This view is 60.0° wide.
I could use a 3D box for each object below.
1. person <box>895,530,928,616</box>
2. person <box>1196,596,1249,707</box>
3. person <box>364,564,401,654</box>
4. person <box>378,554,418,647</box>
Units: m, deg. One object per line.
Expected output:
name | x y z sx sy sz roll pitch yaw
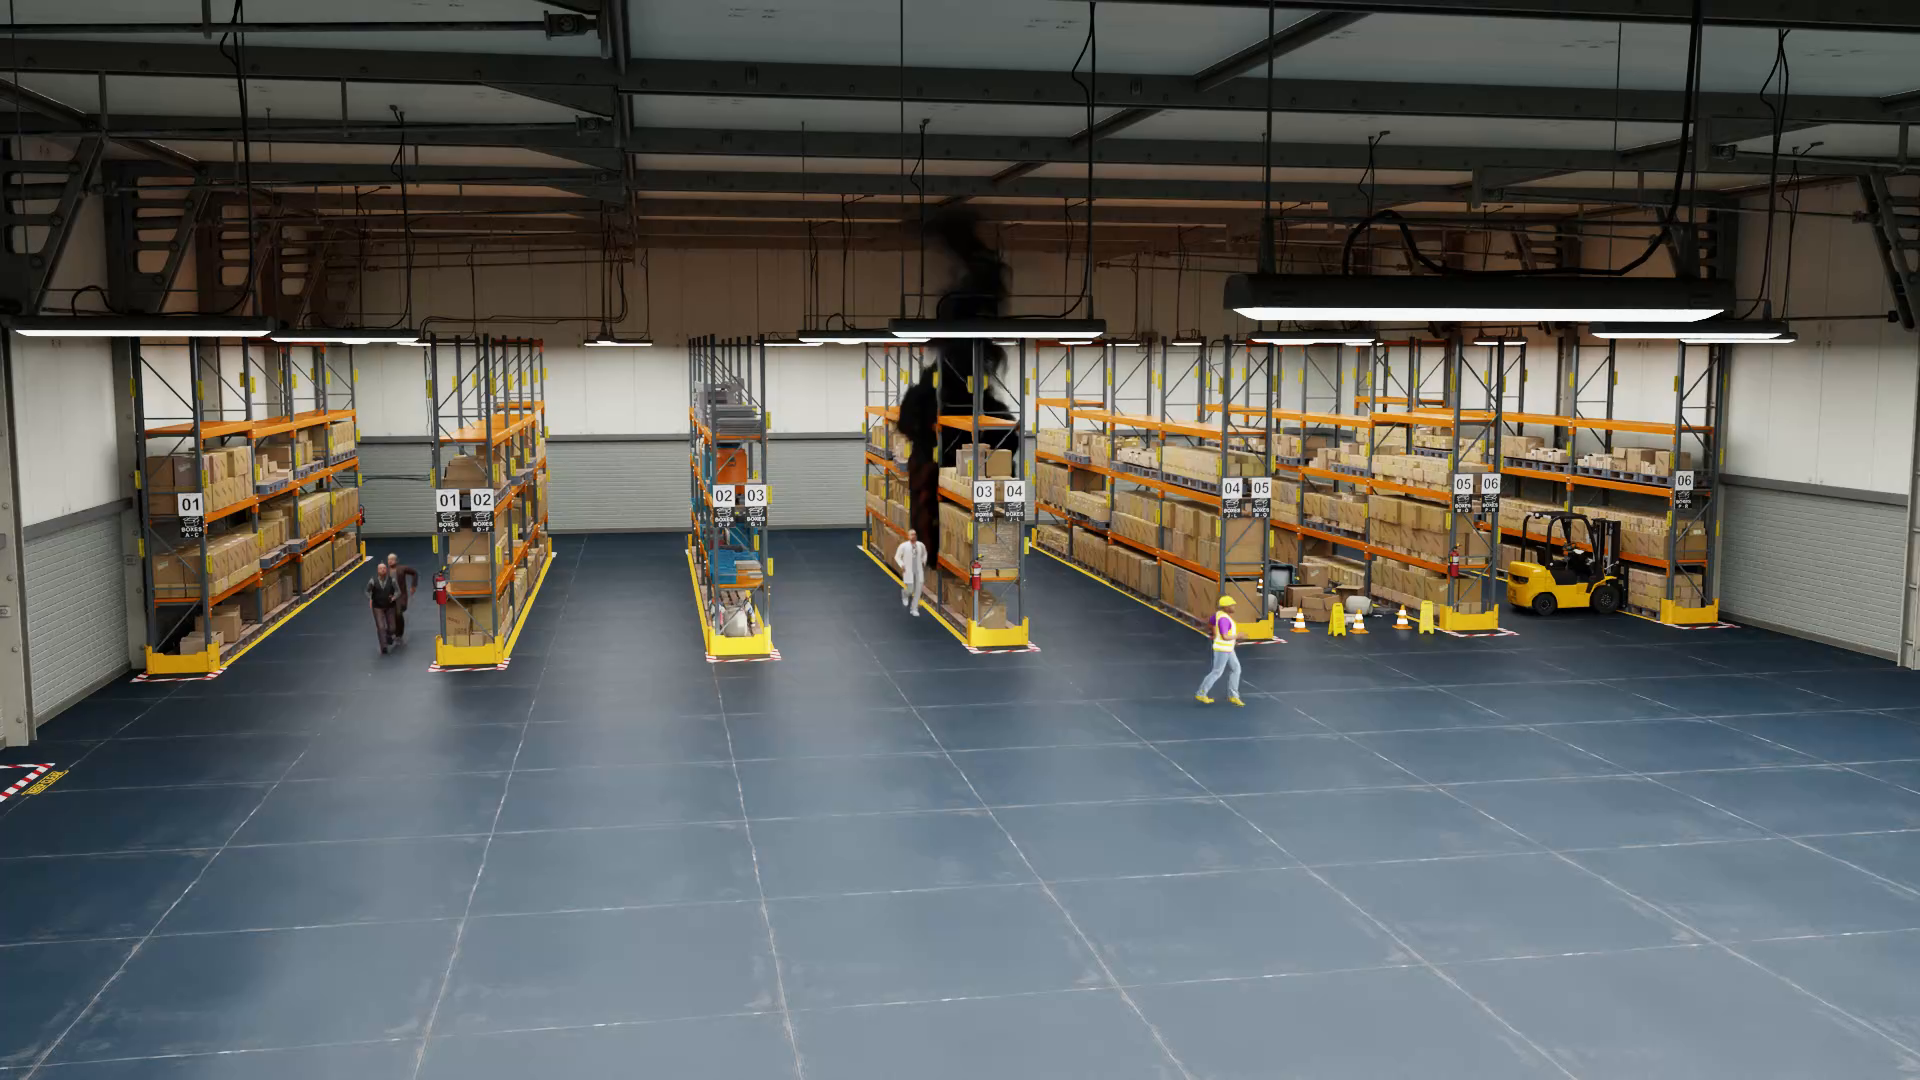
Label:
person | -0.975 0.659 34.184 0.711 1.754 0.756 -2 7 -19
person | 4.219 1.798 26.648 0.841 1.815 0.635 2 7 16
person | -10.922 1.286 31.488 0.666 1.682 0.754 -3 7 -23
person | -10.912 1.154 32.243 0.726 1.799 0.953 0 7 -2
